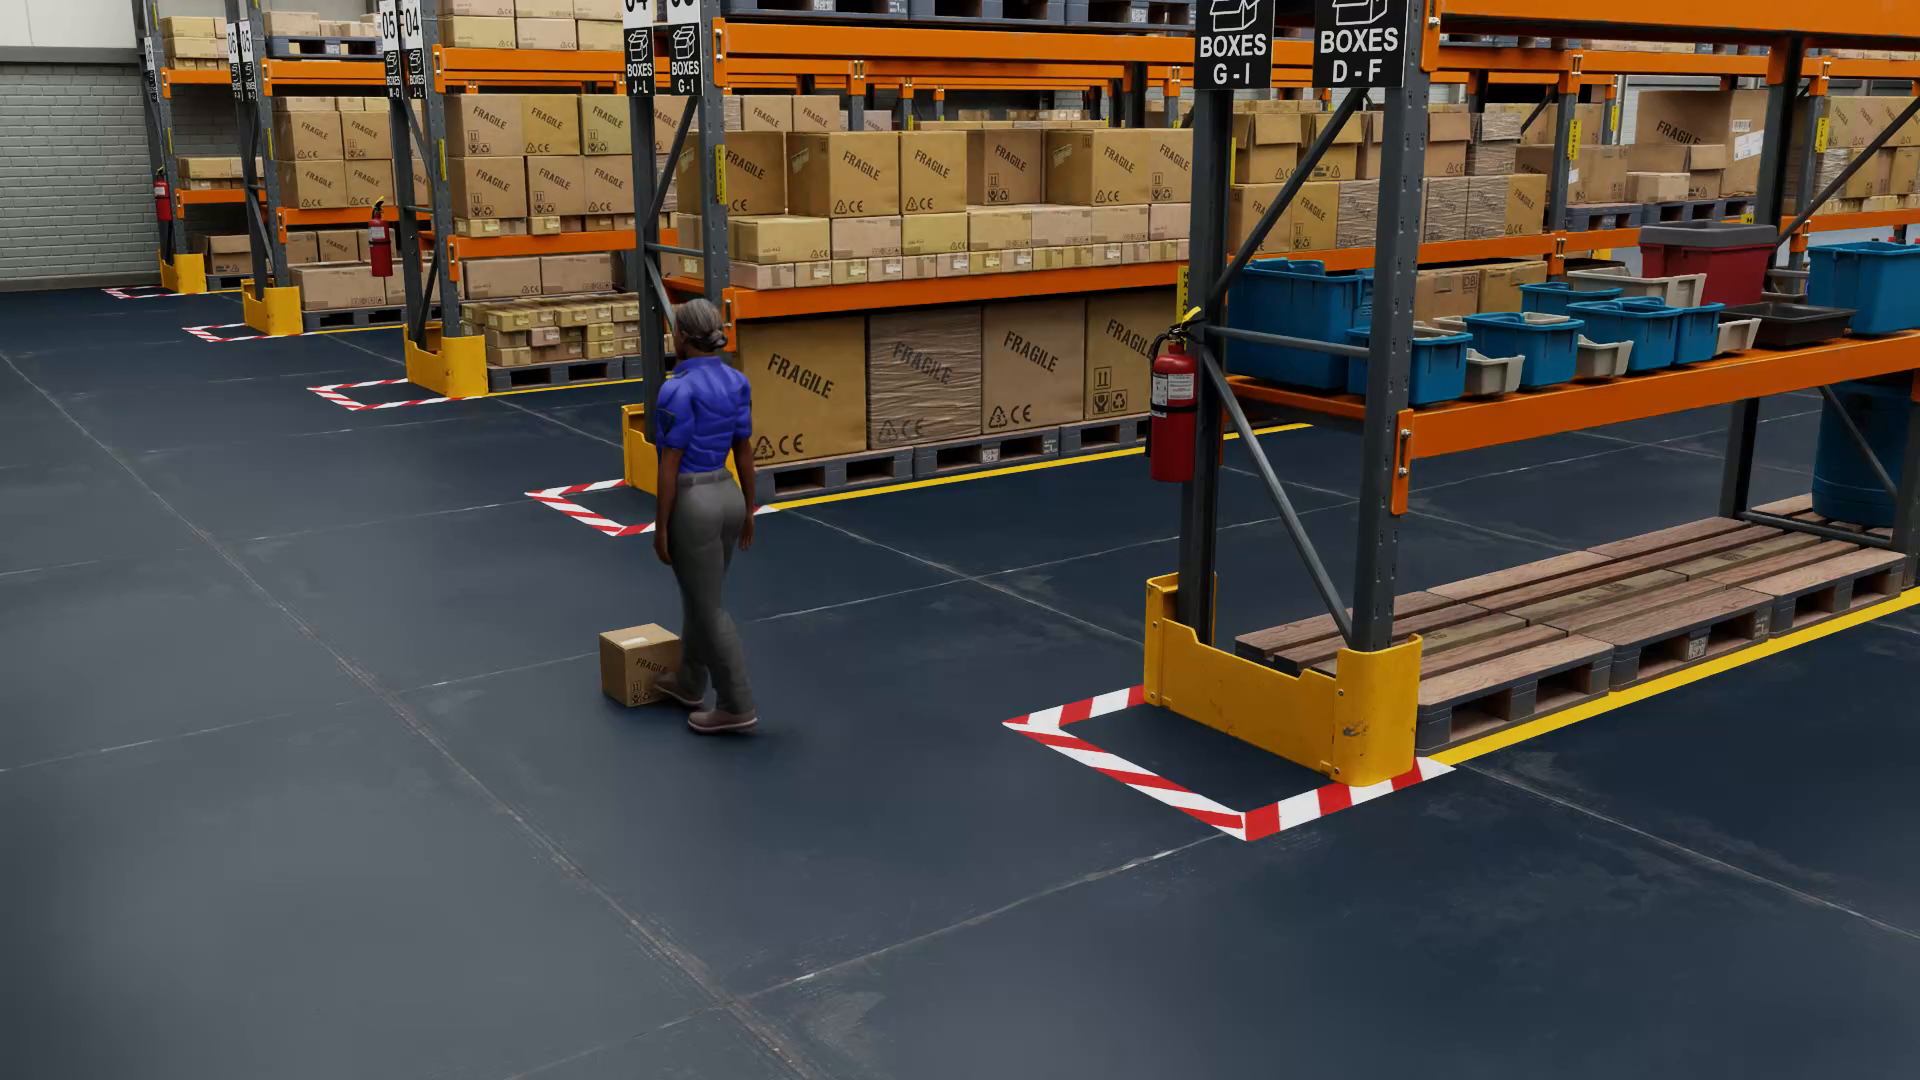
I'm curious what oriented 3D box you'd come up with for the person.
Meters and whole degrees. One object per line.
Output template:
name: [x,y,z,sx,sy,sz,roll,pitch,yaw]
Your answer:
person: [-1.050,-0.101,6.378,0.665,1.651,0.451,8,17,29]
